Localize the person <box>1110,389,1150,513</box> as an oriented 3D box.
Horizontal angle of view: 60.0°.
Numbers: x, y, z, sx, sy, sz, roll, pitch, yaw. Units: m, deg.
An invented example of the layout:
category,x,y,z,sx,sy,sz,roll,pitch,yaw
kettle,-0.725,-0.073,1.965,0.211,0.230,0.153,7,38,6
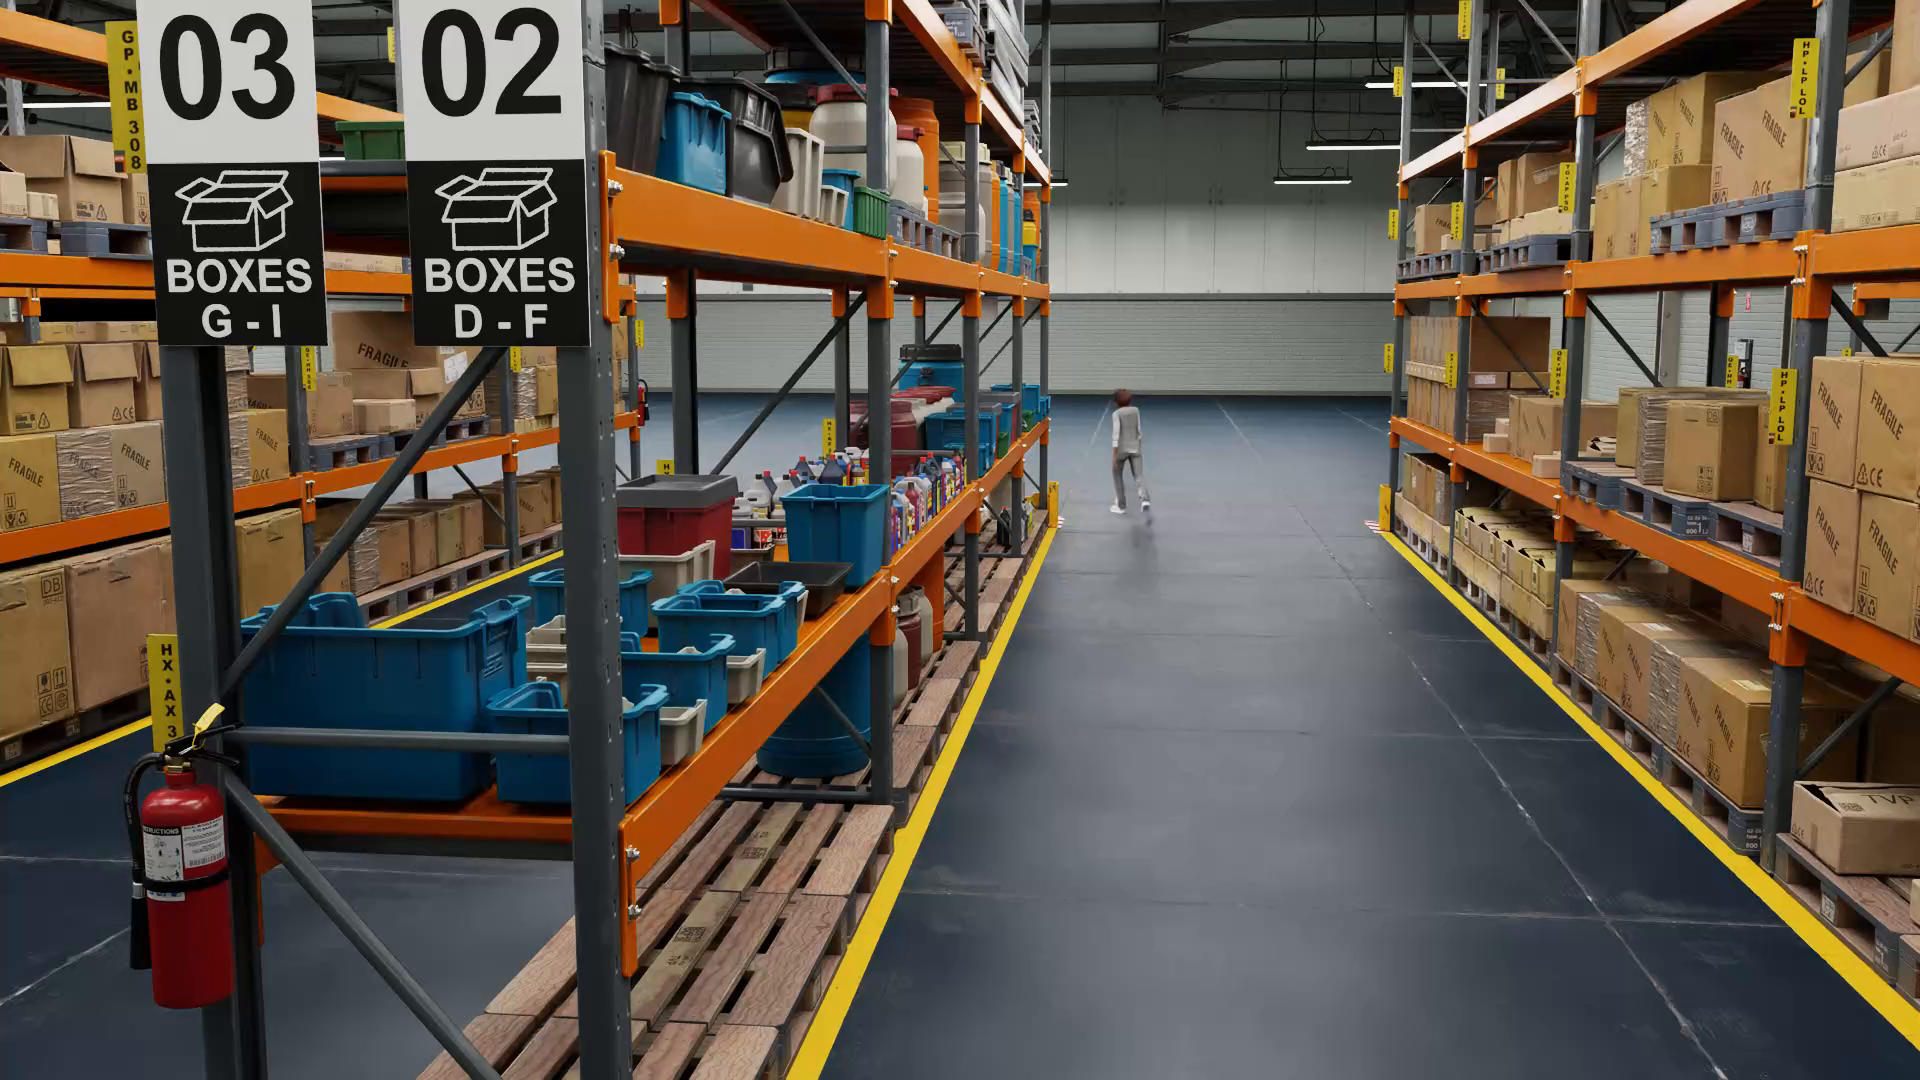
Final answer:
category,x,y,z,sx,sy,sz,roll,pitch,yaw
person,2.048,-1.076,20.352,0.454,1.550,0.881,-2,8,-17
